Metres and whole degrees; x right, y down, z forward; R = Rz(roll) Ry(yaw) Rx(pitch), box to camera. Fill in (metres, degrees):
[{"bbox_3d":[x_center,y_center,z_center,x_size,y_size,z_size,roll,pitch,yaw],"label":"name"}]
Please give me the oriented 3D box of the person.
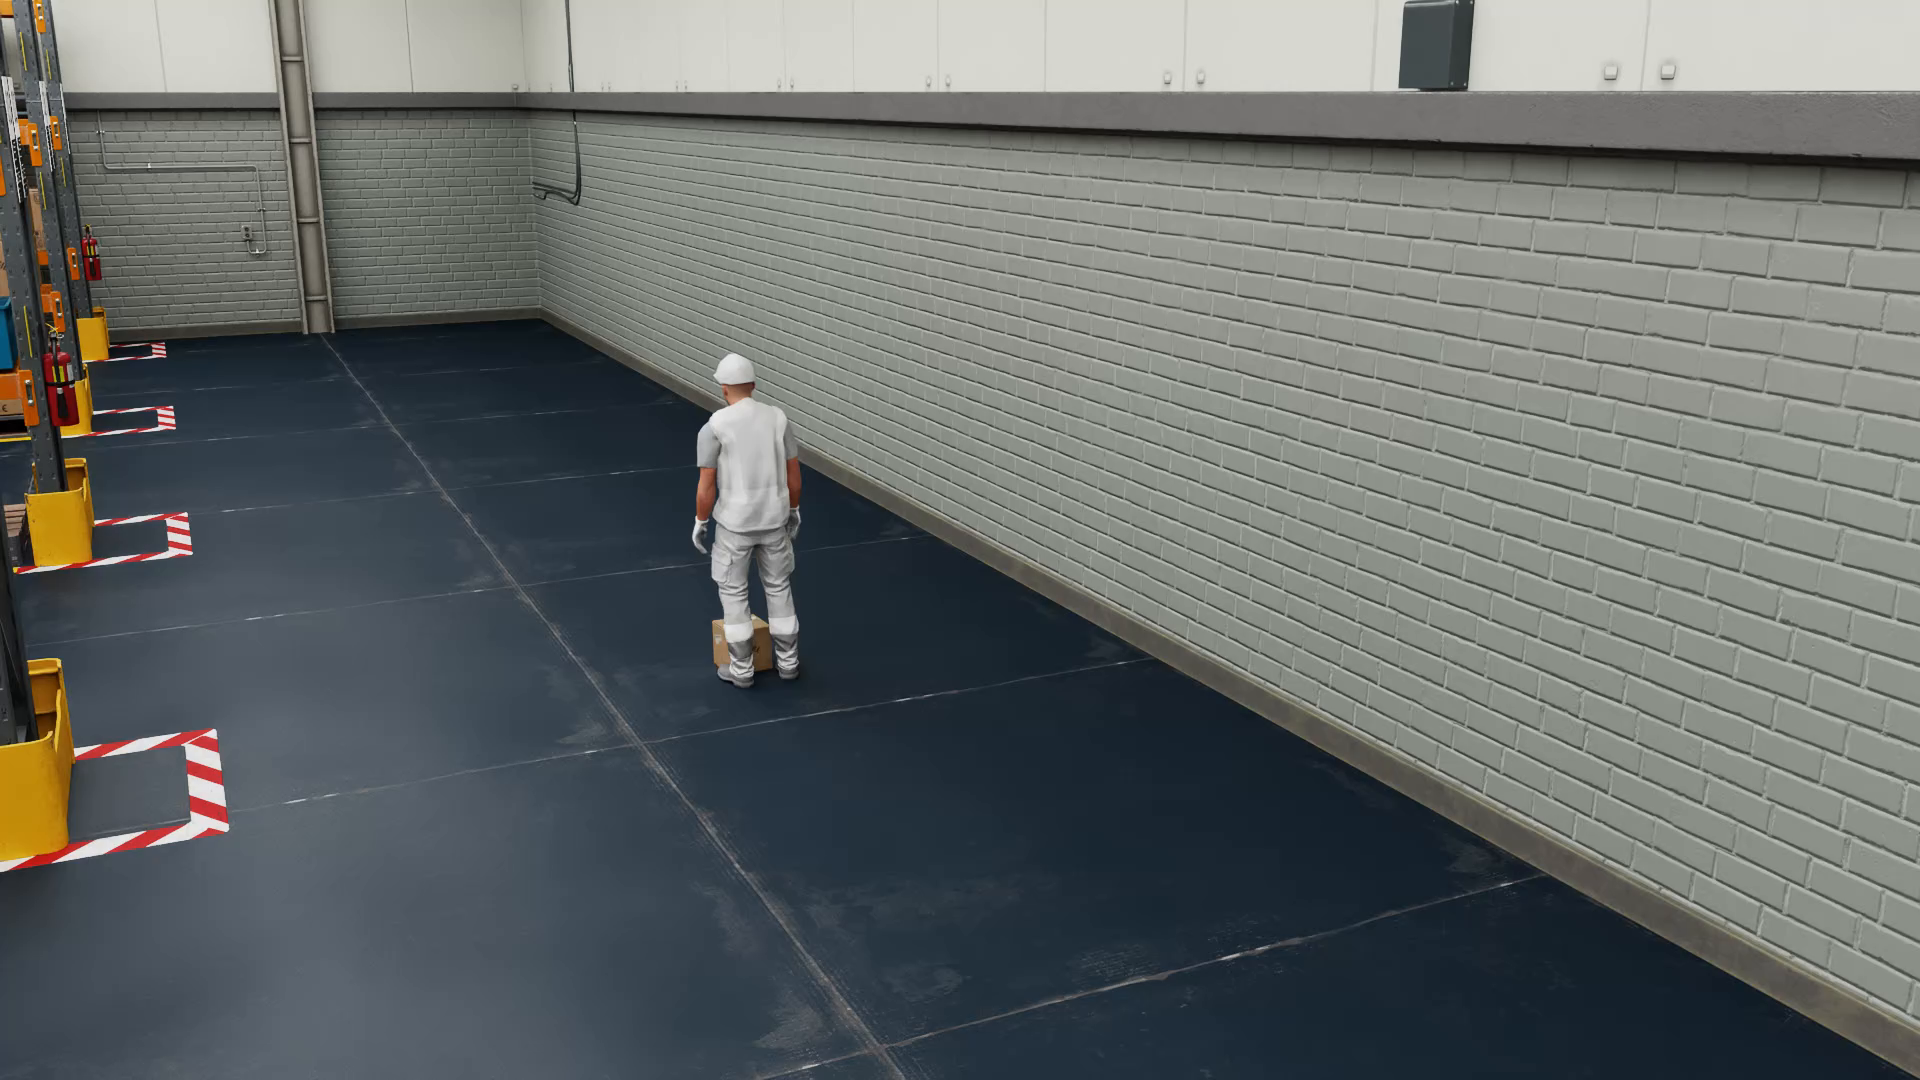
[{"bbox_3d":[-1.126,-0.100,8.860,0.623,1.780,0.446,-8,17,-27],"label":"person"}]
